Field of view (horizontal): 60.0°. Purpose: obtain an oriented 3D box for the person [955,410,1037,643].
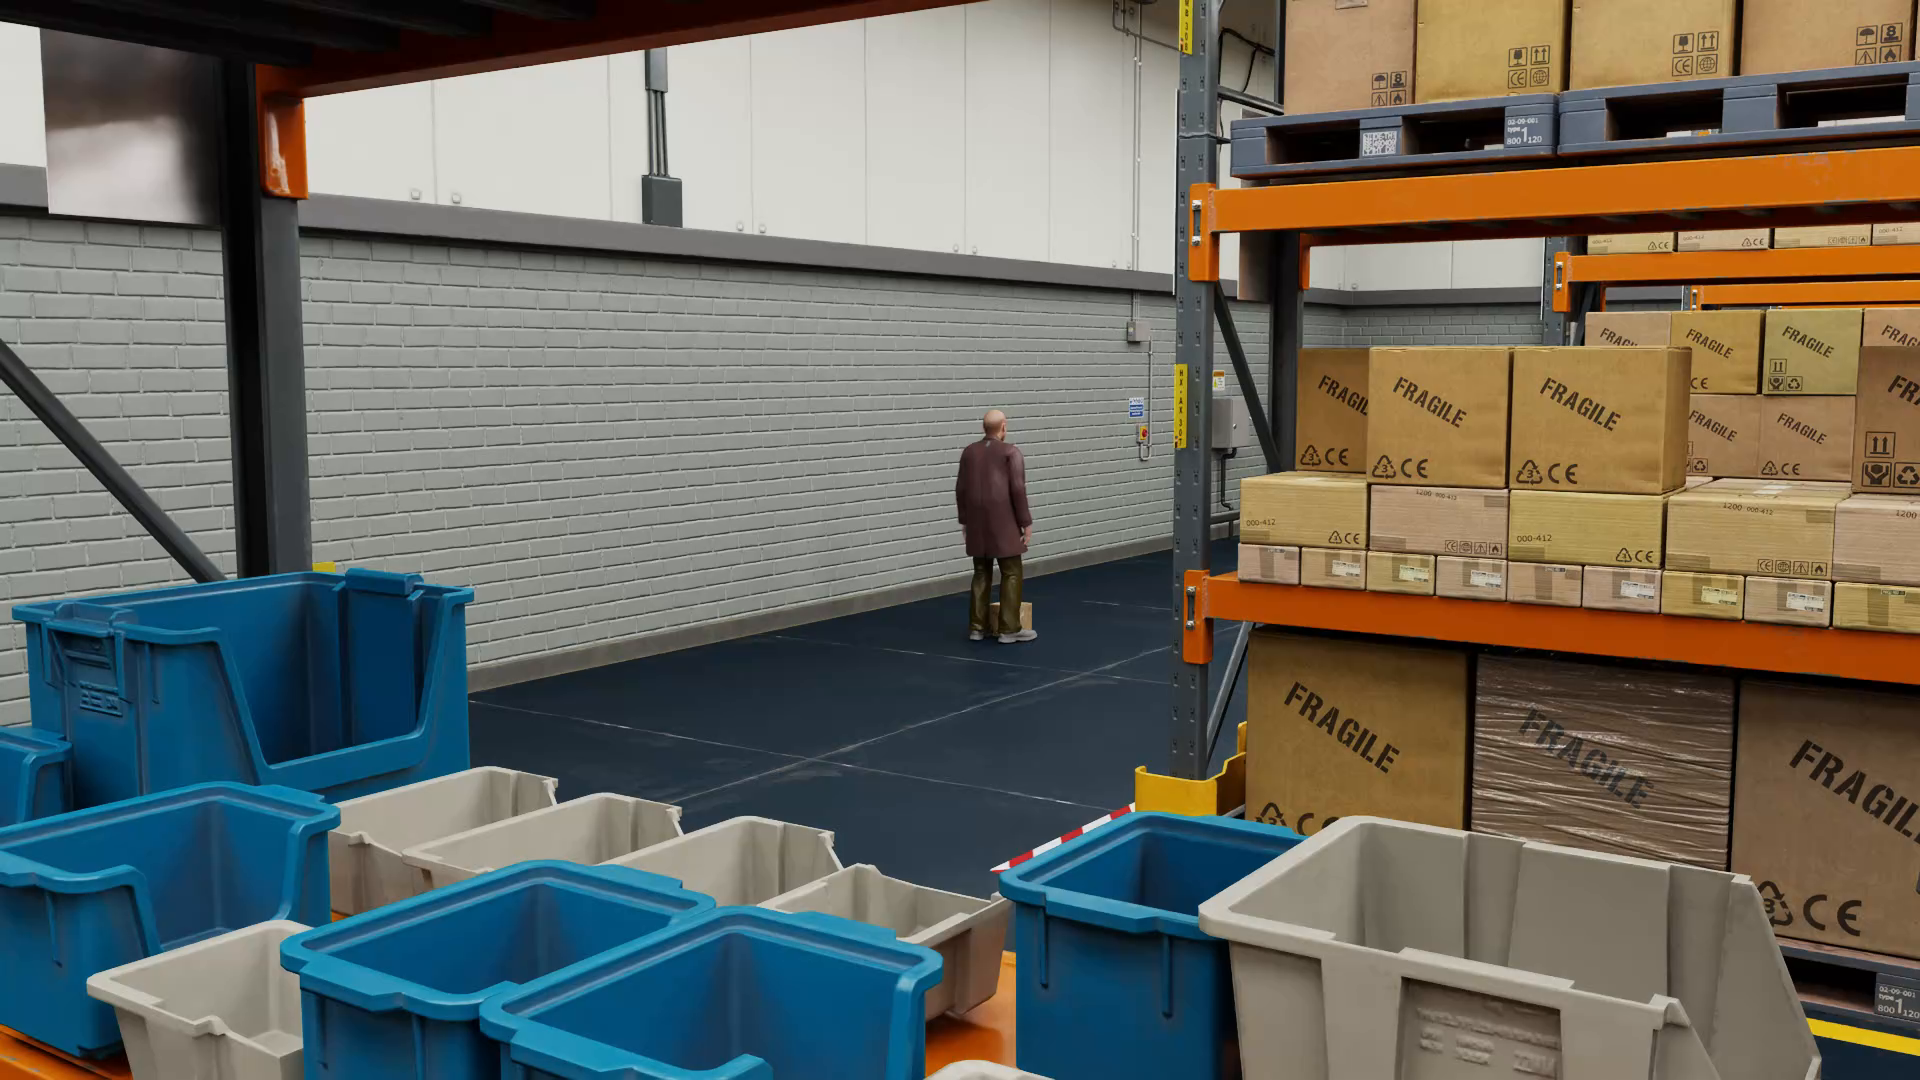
[{"bbox_3d":[0.265,-0.110,12.784,0.645,1.773,0.425,4,7,31],"label":"person"}]
